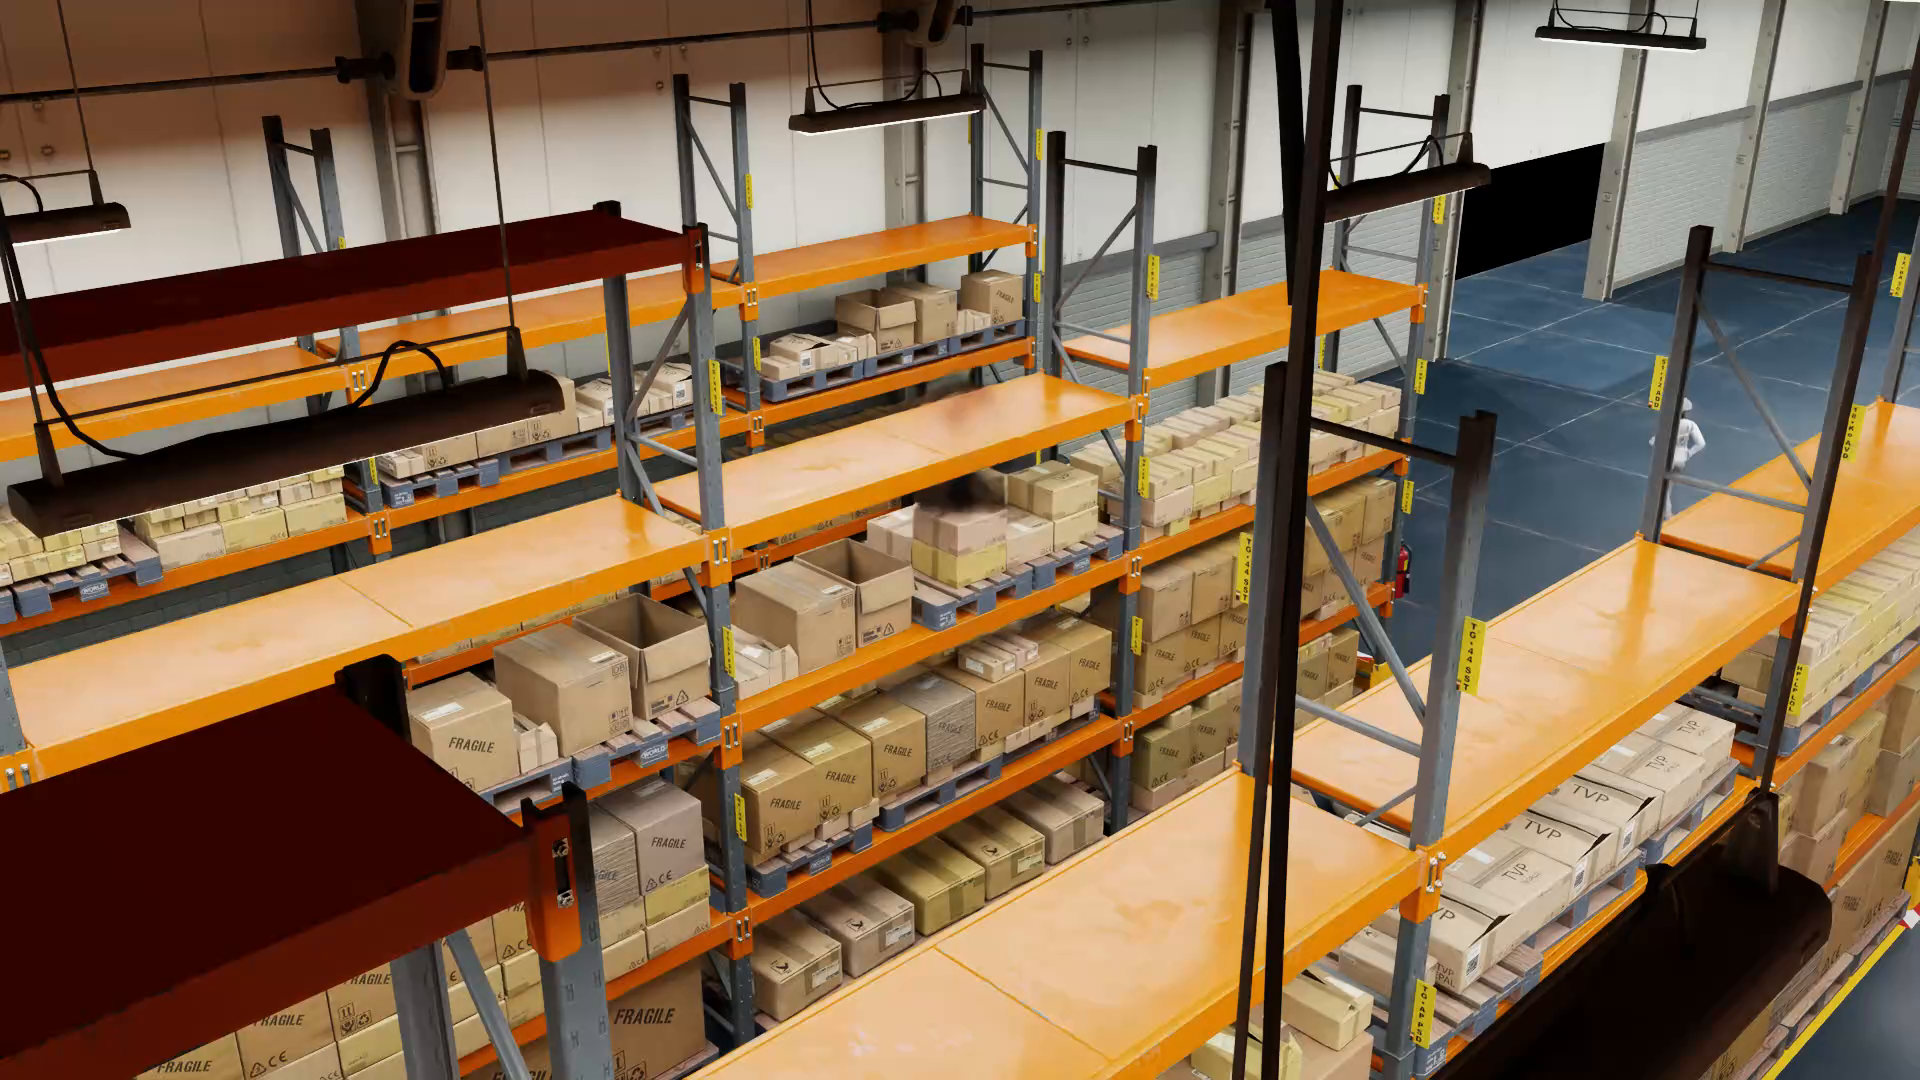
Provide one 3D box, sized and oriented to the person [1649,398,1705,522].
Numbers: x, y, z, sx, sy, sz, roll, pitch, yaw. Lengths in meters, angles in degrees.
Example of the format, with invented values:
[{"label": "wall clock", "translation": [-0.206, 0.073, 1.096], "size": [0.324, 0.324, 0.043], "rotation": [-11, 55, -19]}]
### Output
[{"label": "person", "translation": [8.983, -0.991, 21.017], "size": [0.628, 1.683, 0.793], "rotation": [0, 22, -1]}]
